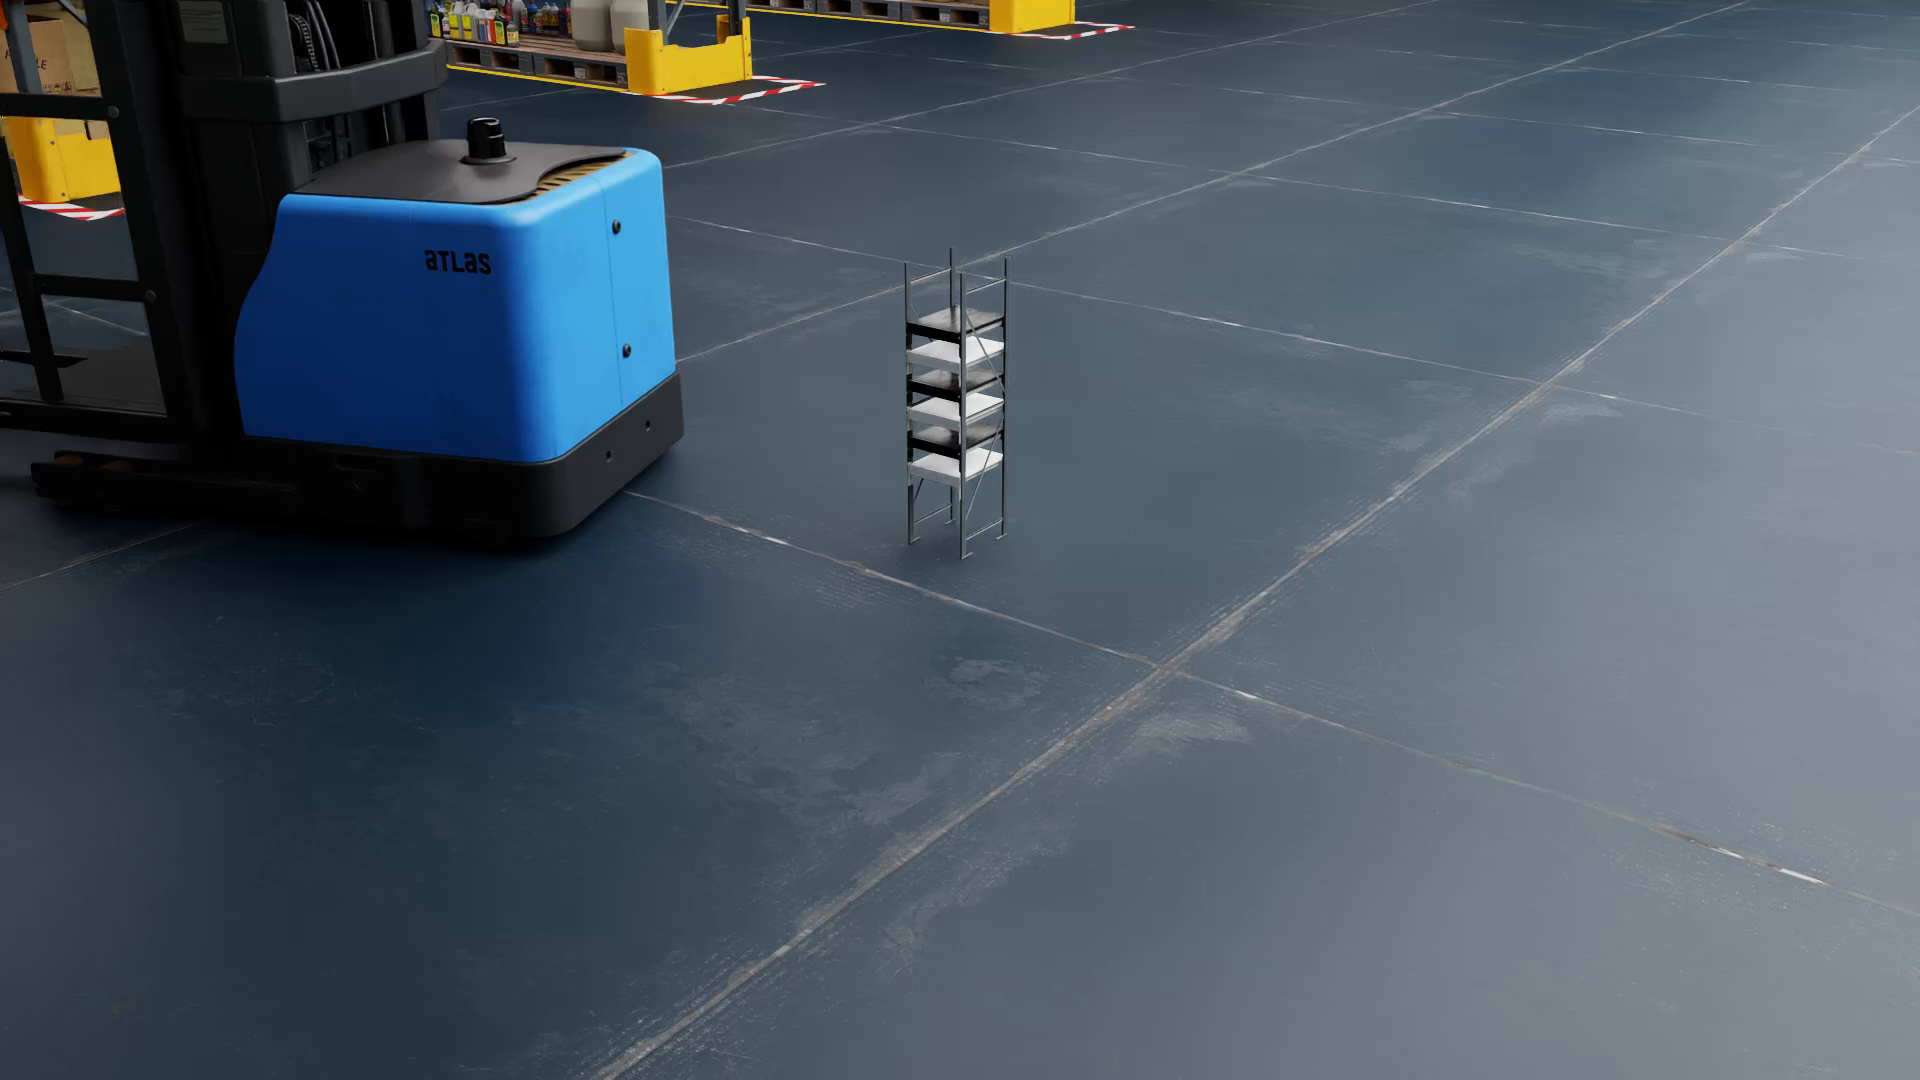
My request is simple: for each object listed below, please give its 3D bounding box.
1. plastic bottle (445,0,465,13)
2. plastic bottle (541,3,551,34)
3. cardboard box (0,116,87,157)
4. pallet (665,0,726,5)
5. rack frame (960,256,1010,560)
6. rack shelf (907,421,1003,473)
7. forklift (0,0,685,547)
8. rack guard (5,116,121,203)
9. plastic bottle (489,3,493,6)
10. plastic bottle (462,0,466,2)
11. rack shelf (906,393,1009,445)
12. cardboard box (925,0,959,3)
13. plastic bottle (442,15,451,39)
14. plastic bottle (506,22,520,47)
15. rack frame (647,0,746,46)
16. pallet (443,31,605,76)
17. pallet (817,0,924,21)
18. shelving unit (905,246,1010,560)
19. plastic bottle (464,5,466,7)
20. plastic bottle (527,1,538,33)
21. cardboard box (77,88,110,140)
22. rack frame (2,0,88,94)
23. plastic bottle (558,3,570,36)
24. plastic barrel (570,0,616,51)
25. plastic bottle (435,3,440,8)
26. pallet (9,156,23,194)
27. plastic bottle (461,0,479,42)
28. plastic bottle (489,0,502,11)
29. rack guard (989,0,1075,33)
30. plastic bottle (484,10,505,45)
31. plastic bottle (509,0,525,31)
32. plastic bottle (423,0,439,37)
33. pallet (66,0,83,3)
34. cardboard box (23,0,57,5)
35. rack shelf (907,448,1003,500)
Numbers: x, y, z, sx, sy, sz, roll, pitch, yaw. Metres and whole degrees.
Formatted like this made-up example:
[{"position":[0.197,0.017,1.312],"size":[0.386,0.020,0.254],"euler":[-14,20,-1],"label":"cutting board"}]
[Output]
[{"position":[-4.743,-5.009,15.637],"size":[0.185,0.351,0.144],"euler":[17,29,33],"label":"plastic bottle"},{"position":[-3.762,-4.760,15.172],"size":[0.097,0.271,0.097],"euler":[0,24,0],"label":"plastic bottle"},{"position":[-5.724,-2.533,10.167],"size":[0.500,0.250,0.500],"euler":[17,29,33],"label":"cardboard box"},{"position":[-2.998,-6.639,20.055],"size":[1.213,0.211,1.003],"euler":[17,29,33],"label":"pallet"},{"position":[0.075,-0.389,5.017],"size":[0.006,0.900,0.240],"euler":[17,29,33],"label":"rack frame"},{"position":[-0.006,-0.301,5.123],"size":[0.200,0.077,0.258],"euler":[17,29,33],"label":"rack shelf"},{"position":[-2.556,-1.632,5.318],"size":[3.031,2.935,1.130],"euler":[6,24,13],"label":"forklift"},{"position":[-5.099,-2.415,10.110],"size":[0.348,0.500,1.175],"euler":[17,29,33],"label":"rack guard"},{"position":[-4.348,-4.952,15.592],"size":[0.133,0.283,0.061],"euler":[19,30,37],"label":"plastic bottle"},{"position":[-4.657,-5.055,15.743],"size":[0.185,0.351,0.144],"euler":[16,28,32],"label":"plastic bottle"},{"position":[-0.006,-0.383,5.086],"size":[0.200,0.077,0.258],"euler":[17,29,33],"label":"rack shelf"},{"position":[-0.162,-6.098,17.949],"size":[0.500,0.500,0.500],"euler":[-17,29,-34],"label":"cardboard box"},{"position":[-4.584,-4.599,14.893],"size":[0.097,0.201,0.097],"euler":[0,24,0],"label":"plastic bottle"},{"position":[-3.877,-4.385,14.407],"size":[0.097,0.201,0.097],"euler":[0,24,0],"label":"plastic bottle"},{"position":[-2.144,-5.162,13.245],"size":[0.127,3.000,1.000],"euler":[17,29,33],"label":"rack frame"},{"position":[-3.852,-4.382,14.934],"size":[1.213,0.211,1.003],"euler":[17,29,33],"label":"pallet"},{"position":[-0.835,-6.005,18.617],"size":[1.213,0.211,1.003],"euler":[17,29,33],"label":"pallet"},{"position":[-0.006,-0.414,5.073],"size":[0.210,0.900,0.258],"euler":[17,29,33],"label":"shelving unit"},{"position":[-4.388,-4.660,14.939],"size":[0.135,0.276,0.152],"euler":[17,29,33],"label":"plastic bottle"},{"position":[-3.924,-4.809,15.284],"size":[0.097,0.271,0.097],"euler":[0,24,0],"label":"plastic bottle"},{"position":[-5.414,-2.700,10.546],"size":[0.500,0.250,0.500],"euler":[17,29,33],"label":"cardboard box"},{"position":[-5.118,-3.564,9.620],"size":[0.127,3.000,1.000],"euler":[17,29,33],"label":"rack frame"},{"position":[-3.578,-4.720,15.064],"size":[0.133,0.283,0.061],"euler":[17,29,34],"label":"plastic bottle"},{"position":[-3.118,-4.471,14.242],"size":[0.421,0.512,0.421],"euler":[0,24,0],"label":"plastic barrel"},{"position":[-4.759,-4.757,15.163],"size":[0.097,0.271,0.097],"euler":[0,24,0],"label":"plastic bottle"},{"position":[-5.755,-2.460,10.571],"size":[1.213,0.211,1.003],"euler":[17,29,33],"label":"pallet"},{"position":[-4.308,-4.596,14.700],"size":[0.185,0.351,0.144],"euler":[18,30,35],"label":"plastic bottle"},{"position":[-4.286,-4.861,15.385],"size":[0.133,0.283,0.061],"euler":[17,29,33],"label":"plastic bottle"},{"position":[0.766,-5.634,17.417],"size":[0.348,0.500,1.175],"euler":[17,29,33],"label":"rack guard"},{"position":[-4.062,-4.489,14.550],"size":[0.135,0.276,0.152],"euler":[17,29,34],"label":"plastic bottle"},{"position":[-4.117,-4.856,15.383],"size":[0.135,0.276,0.152],"euler":[17,29,34],"label":"plastic bottle"},{"position":[-4.797,-4.743,15.035],"size":[0.185,0.351,0.144],"euler":[15,28,31],"label":"plastic bottle"},{"position":[-9.202,-5.997,18.600],"size":[1.213,0.211,1.003],"euler":[17,29,33],"label":"pallet"},{"position":[-6.223,-3.280,10.933],"size":[0.500,0.500,0.500],"euler":[17,29,33],"label":"cardboard box"},{"position":[-0.006,-0.219,5.159],"size":[0.200,0.077,0.258],"euler":[17,29,33],"label":"rack shelf"}]
